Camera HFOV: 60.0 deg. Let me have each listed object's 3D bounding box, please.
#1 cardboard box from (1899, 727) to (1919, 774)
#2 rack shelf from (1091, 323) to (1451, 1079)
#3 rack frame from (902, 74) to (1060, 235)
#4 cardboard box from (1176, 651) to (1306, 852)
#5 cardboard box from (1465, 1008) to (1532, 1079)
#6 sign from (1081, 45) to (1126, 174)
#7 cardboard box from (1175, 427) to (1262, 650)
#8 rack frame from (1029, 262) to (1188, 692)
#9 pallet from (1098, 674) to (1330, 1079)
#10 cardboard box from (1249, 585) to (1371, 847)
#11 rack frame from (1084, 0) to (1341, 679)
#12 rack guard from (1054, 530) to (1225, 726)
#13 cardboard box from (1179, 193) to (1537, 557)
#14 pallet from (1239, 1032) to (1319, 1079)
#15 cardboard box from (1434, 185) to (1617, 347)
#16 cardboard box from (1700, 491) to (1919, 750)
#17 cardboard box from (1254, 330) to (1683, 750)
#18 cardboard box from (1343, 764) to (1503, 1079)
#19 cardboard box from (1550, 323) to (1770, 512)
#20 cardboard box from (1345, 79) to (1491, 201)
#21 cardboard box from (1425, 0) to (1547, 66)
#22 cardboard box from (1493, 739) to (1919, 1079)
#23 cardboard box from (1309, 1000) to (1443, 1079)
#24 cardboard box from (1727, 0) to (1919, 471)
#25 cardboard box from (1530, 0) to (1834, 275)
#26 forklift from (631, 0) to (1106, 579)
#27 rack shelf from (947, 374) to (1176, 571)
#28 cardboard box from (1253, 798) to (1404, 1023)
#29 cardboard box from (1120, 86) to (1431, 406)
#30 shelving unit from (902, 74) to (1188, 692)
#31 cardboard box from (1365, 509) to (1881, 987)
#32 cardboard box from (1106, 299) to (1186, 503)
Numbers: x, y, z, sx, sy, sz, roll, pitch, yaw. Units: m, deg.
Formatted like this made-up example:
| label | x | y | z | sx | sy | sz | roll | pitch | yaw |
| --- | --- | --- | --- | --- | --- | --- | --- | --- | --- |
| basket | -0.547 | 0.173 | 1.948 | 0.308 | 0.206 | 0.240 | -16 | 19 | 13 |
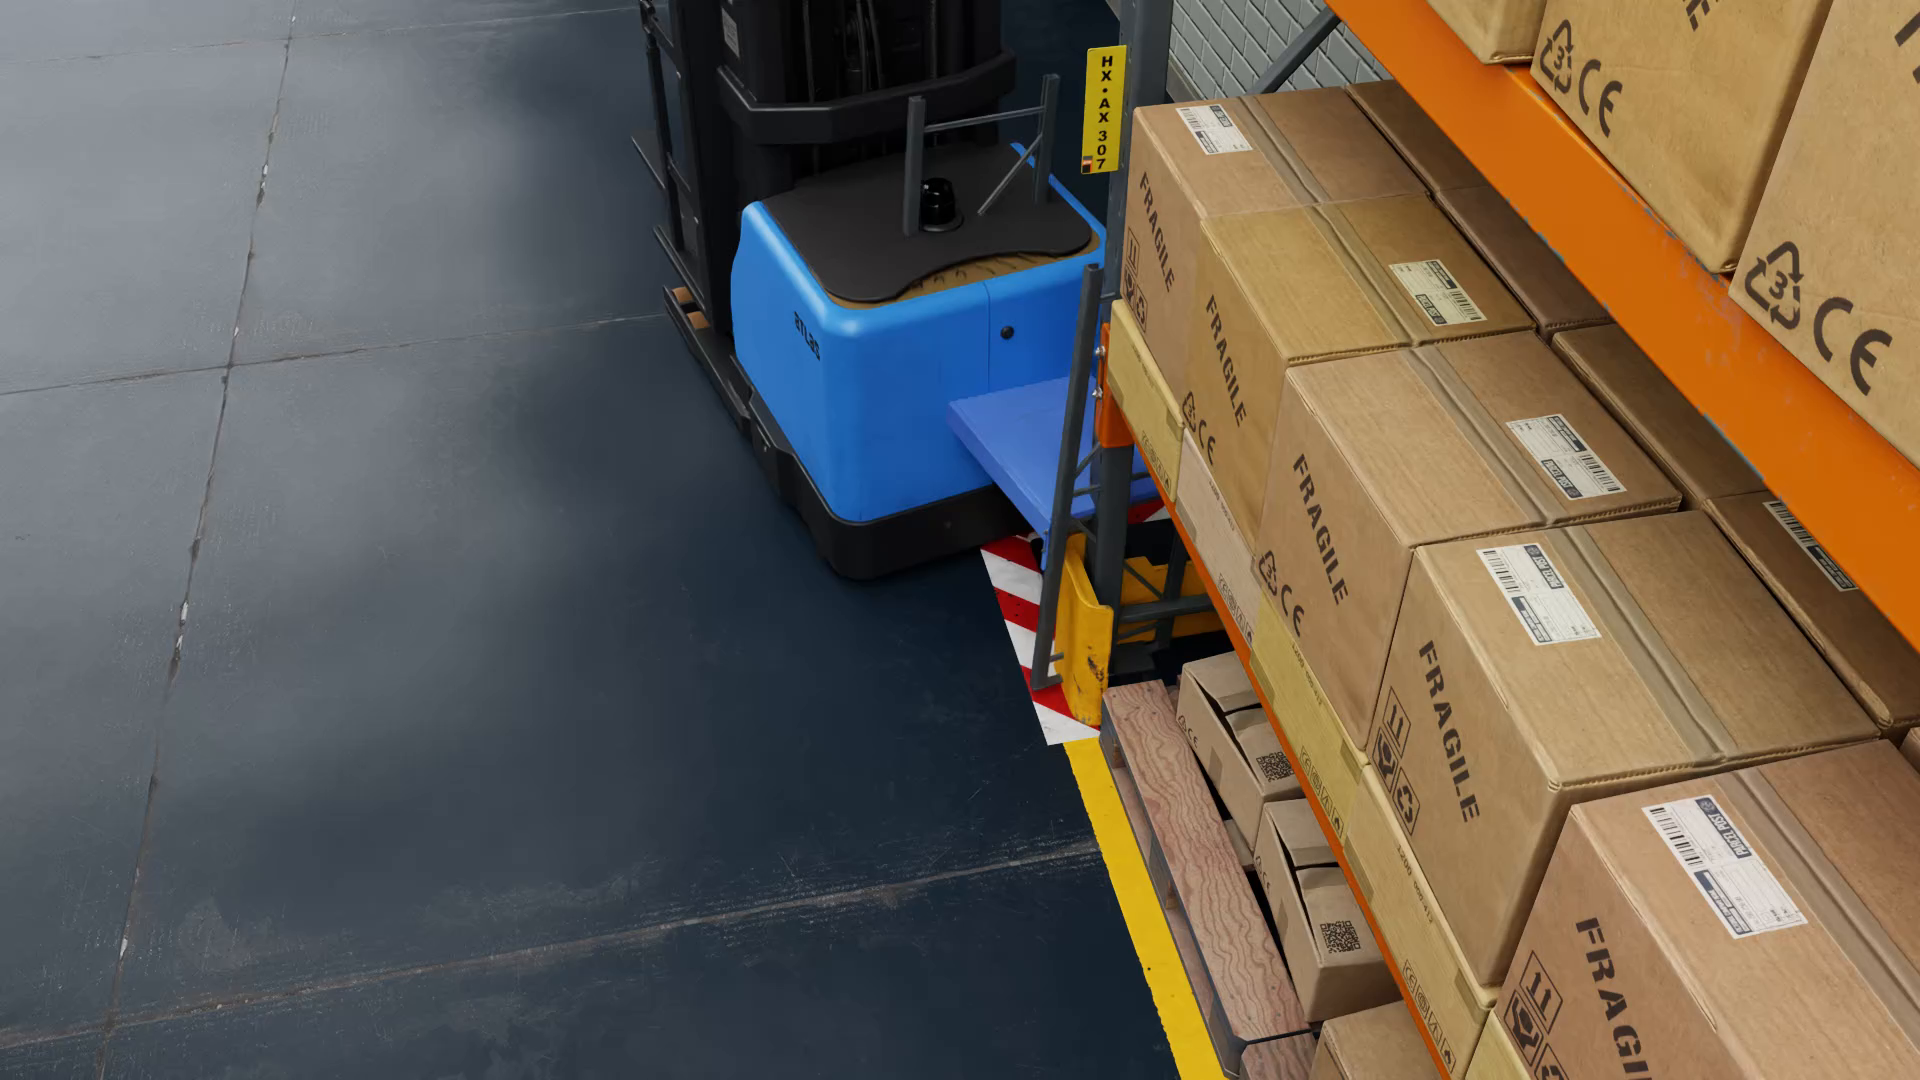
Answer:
| label | x | y | z | sx | sy | sz | roll | pitch | yaw |
| --- | --- | --- | --- | --- | --- | --- | --- | --- | --- |
| cardboard box | 1.634 | 0.581 | 2.369 | 0.500 | 0.500 | 0.500 | -7 | 42 | -8 |
| rack shelf | 1.310 | 0.780 | 3.154 | 1.077 | 0.370 | 4.000 | -8 | 42 | -9 |
| rack frame | 0.028 | -0.779 | 5.449 | 0.500 | 1.500 | 0.032 | -16 | 44 | -23 |
| cardboard box | 0.939 | 0.517 | 4.603 | 0.500 | 0.311 | 0.500 | -13 | 43 | -14 |
| cardboard box | 1.120 | 0.944 | 2.525 | 0.500 | 0.250 | 0.500 | -9 | 42 | -10 |
| sign | 0.348 | -1.032 | 4.001 | 0.100 | 0.325 | 0.005 | -8 | 42 | -9 |
| cardboard box | 0.799 | -0.041 | 3.634 | 0.500 | 0.250 | 0.500 | -10 | 42 | -11 |
| rack frame | 0.493 | -0.175 | 4.776 | 0.500 | 1.500 | 0.032 | -16 | 44 | -23 |
| pallet | 1.035 | 0.838 | 4.647 | 1.003 | 0.211 | 1.213 | -8 | 42 | -9 |
| cardboard box | 0.903 | 0.290 | 3.262 | 0.500 | 0.250 | 0.500 | -9 | 42 | -10 |
| rack frame | 0.878 | -0.786 | 4.376 | 1.000 | 3.000 | 0.127 | -8 | 42 | -9 |
| rack guard | 0.894 | 0.198 | 5.150 | 1.175 | 0.500 | 0.348 | -8 | 42 | -9 |
| cardboard box | 0.784 | -0.343 | 3.410 | 0.500 | 0.500 | 0.500 | -8 | 42 | -9 |
| pallet | 1.295 | 1.627 | 3.758 | 1.003 | 0.211 | 1.213 | -8 | 42 | -9 |
| cardboard box | 1.286 | -0.415 | 3.491 | 0.500 | 0.500 | 0.500 | -8 | 42 | -9 |
| cardboard box | 1.511 | 0.246 | 2.746 | 0.500 | 0.500 | 0.500 | -8 | 42 | -9 |
| cardboard box | 0.890 | -0.008 | 3.032 | 0.500 | 0.500 | 0.500 | -10 | 42 | -11 |
| cardboard box | 1.010 | 0.618 | 2.892 | 0.500 | 0.250 | 0.500 | -8 | 42 | -9 |
| cardboard box | 1.402 | -0.080 | 3.114 | 0.500 | 0.500 | 0.500 | -9 | 42 | -10 |
| cardboard box | 1.187 | -0.743 | 3.860 | 0.500 | 0.500 | 0.500 | -9 | 42 | -10 |
| cardboard box | 0.903 | -1.011 | 2.279 | 0.500 | 0.500 | 0.500 | -7 | 42 | -7 |
| cardboard box | 1.126 | 0.662 | 2.277 | 0.500 | 0.500 | 0.500 | -9 | 42 | -11 |
| cardboard box | 1.172 | 1.298 | 3.580 | 0.700 | 0.500 | 0.500 | -11 | 43 | -12 |
| cardboard box | 1.138 | -0.335 | 1.518 | 0.500 | 0.500 | 0.500 | -10 | 43 | -11 |
| cardboard box | 1.039 | -0.666 | 1.891 | 0.500 | 0.500 | 0.500 | -6 | 42 | -7 |
| forklift | -0.539 | -1.947 | 5.735 | 1.130 | 2.935 | 3.031 | -17 | 44 | -18 |
| rack shelf | 0.249 | -0.340 | 5.228 | 0.538 | 0.185 | 1.000 | -16 | 44 | -23 |
| cardboard box | 1.062 | 0.886 | 4.186 | 0.500 | 0.311 | 0.500 | -5 | 42 | -6 |
| cardboard box | 0.687 | -0.665 | 3.773 | 0.500 | 0.500 | 0.500 | -8 | 42 | -9 |
| shelving unit | 0.261 | -0.477 | 5.112 | 0.538 | 1.500 | 1.048 | -16 | 44 | -23 |
| cardboard box | 1.013 | 0.325 | 2.657 | 0.500 | 0.500 | 0.500 | -7 | 42 | -8 |
| cardboard box | 0.673 | -0.375 | 4.011 | 0.500 | 0.250 | 0.500 | -9 | 42 | -11 |
